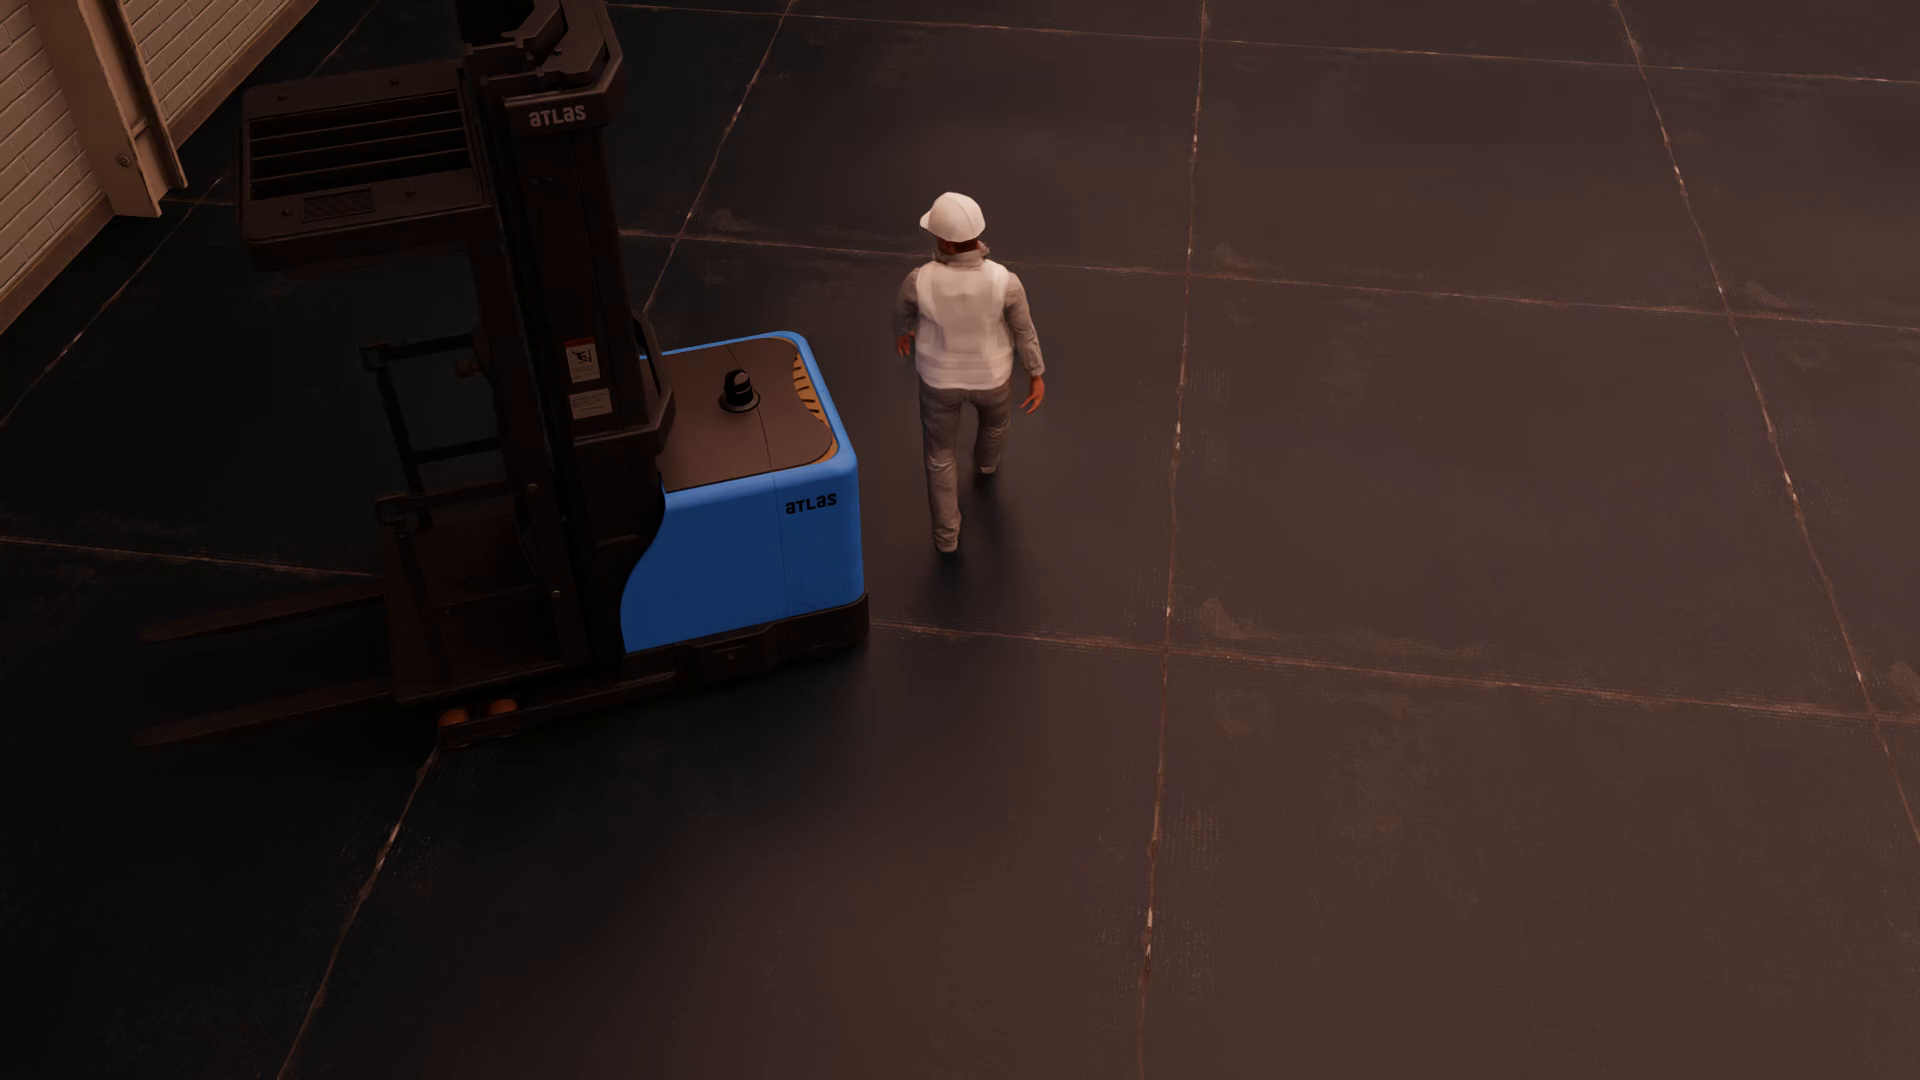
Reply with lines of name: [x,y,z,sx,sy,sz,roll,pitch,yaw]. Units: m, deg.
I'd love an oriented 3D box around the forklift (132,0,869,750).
forklift: [-1.976,-0.614,6.393,3.031,2.935,1.130,-12,44,-13]

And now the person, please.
person: [0.039,-0.850,7.541,0.680,1.731,0.867,-1,43,-1]
